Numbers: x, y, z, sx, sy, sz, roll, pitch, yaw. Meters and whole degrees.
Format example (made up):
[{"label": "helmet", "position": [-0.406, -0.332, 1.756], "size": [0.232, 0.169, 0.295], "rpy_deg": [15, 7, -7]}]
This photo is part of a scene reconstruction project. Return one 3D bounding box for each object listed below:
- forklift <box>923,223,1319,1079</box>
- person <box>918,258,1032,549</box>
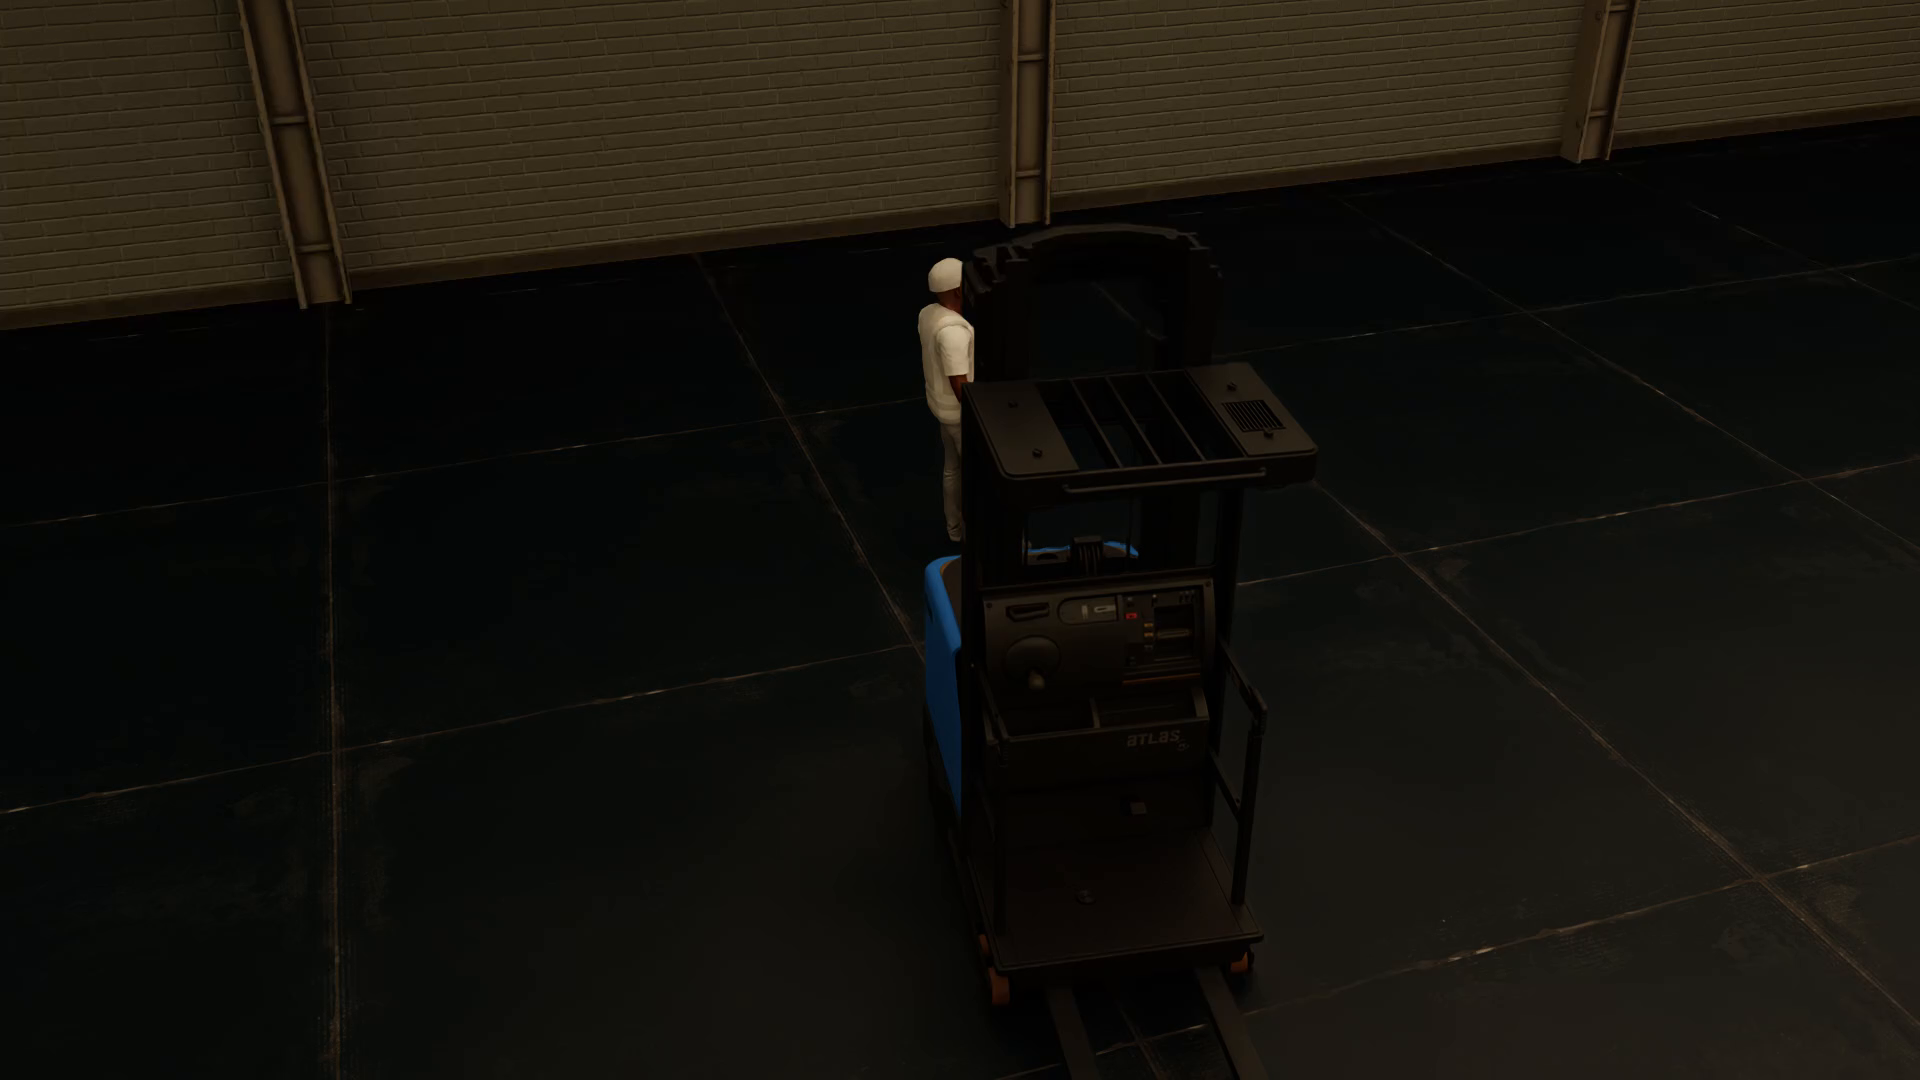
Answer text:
[{"label": "forklift", "position": [0.592, 0.420, 6.356], "size": [1.130, 2.935, 3.031], "rpy_deg": [-5, 30, -9]}, {"label": "person", "position": [0.068, -0.780, 9.596], "size": [0.577, 1.765, 0.665], "rpy_deg": [-10, 31, -16]}]
